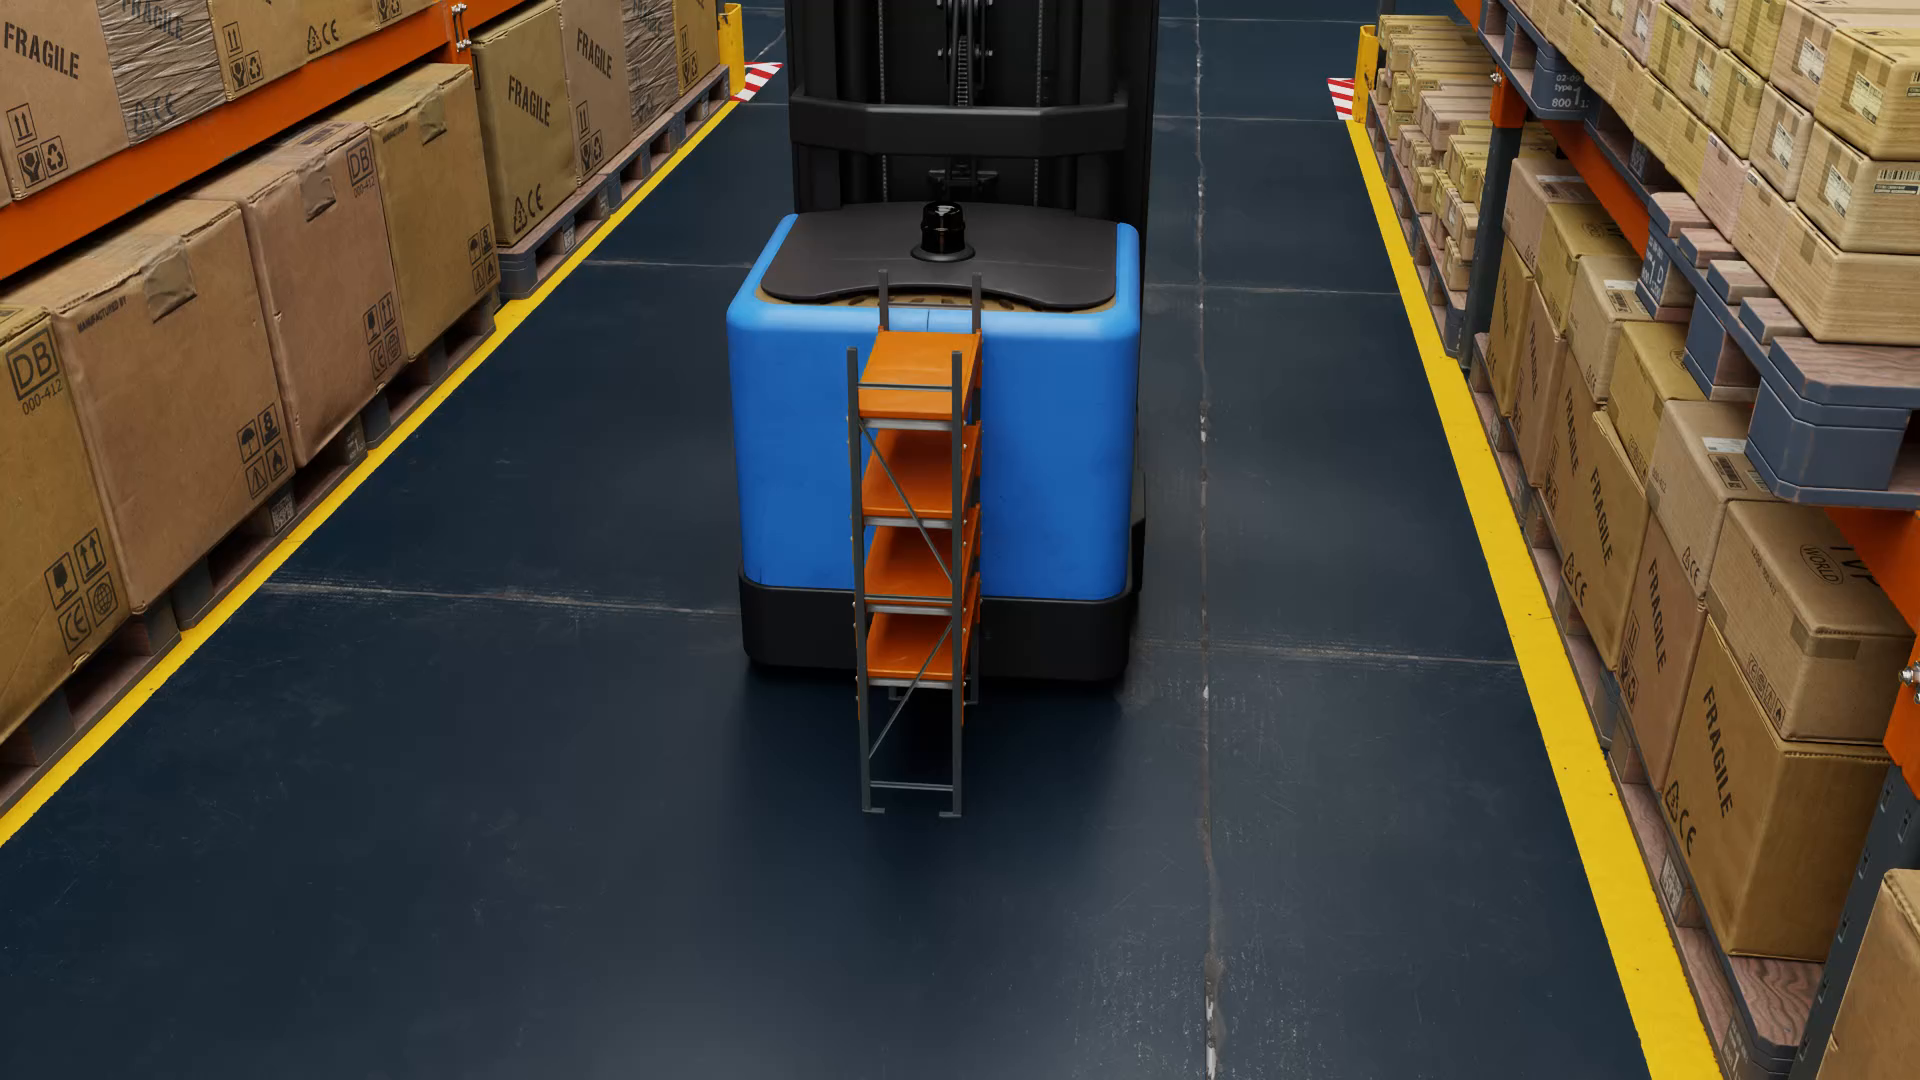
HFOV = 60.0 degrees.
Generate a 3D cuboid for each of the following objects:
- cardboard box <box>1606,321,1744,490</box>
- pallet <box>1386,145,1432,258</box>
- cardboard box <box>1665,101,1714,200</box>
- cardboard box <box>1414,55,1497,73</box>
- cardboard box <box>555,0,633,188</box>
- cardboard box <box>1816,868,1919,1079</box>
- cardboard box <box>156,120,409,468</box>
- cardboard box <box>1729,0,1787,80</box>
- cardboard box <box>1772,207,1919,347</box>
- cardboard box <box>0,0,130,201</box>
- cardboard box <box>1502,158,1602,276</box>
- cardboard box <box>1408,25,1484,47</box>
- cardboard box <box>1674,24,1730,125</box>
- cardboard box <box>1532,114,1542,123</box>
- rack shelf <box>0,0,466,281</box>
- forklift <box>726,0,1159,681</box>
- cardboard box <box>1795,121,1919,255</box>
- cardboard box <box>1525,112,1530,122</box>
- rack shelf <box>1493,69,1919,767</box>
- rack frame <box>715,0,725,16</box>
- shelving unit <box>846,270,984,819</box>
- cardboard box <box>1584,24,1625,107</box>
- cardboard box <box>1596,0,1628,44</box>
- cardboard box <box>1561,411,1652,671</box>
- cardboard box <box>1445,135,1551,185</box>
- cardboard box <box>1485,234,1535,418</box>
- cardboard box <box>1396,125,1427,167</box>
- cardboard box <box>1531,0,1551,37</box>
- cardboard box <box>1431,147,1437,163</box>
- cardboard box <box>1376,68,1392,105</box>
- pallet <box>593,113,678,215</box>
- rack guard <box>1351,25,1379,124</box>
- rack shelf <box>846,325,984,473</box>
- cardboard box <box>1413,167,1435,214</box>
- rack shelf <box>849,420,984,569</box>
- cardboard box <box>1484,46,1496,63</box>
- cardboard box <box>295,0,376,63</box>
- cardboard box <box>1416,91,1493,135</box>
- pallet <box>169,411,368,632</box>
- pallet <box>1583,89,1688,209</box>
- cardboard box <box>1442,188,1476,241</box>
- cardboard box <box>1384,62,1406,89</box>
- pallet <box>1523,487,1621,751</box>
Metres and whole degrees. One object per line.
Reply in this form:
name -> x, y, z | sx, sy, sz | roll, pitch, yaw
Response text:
cardboard box -> 1.915, -0.320, 4.084 | 0.500, 0.250, 0.500 | 4, 29, 7
pallet -> 2.646, -1.641, 8.074 | 1.003, 0.211, 1.213 | 3, 28, 6
cardboard box -> 1.664, -0.780, 3.358 | 0.380, 0.149, 0.250 | 3, 28, 6
cardboard box -> 2.477, -2.323, 8.335 | 0.380, 0.149, 0.250 | 4, 29, 8
cardboard box -> -2.188, -2.290, 8.135 | 0.875, 0.875, 0.875 | 3, 28, 6
cardboard box -> 1.798, 0.995, 2.170 | 1.050, 0.750, 0.750 | 3, 28, 6
cardboard box -> -2.625, -0.837, 5.439 | 1.225, 0.875, 0.875 | 2, 28, 4
cardboard box -> 1.632, -0.927, 3.003 | 0.380, 0.149, 0.250 | 4, 29, 8
cardboard box -> 1.566, -0.425, 2.699 | 0.380, 0.149, 0.250 | 4, 29, 7
cardboard box -> -2.498, -1.169, 4.152 | 0.500, 0.500, 0.500 | 3, 28, 5
cardboard box -> 2.099, -1.057, 5.451 | 0.500, 0.250, 0.500 | 2, 28, 4
cardboard box -> 2.626, -2.686, 9.009 | 0.380, 0.149, 0.250 | 4, 29, 7
cardboard box -> 1.662, -0.924, 3.311 | 0.380, 0.149, 0.250 | 3, 29, 6
cardboard box -> 2.848, -1.937, 7.619 | 0.380, 0.149, 0.250 | 2, 28, 4
rack shelf -> -2.703, -1.053, 4.800 | 1.077, 0.370, 4.000 | 3, 28, 6
forklift -> 0.056, -1.586, 5.104 | 1.130, 2.935, 3.031 | 2, 28, 5
cardboard box -> 1.571, -0.556, 2.628 | 0.380, 0.149, 0.250 | 4, 29, 7
cardboard box -> 3.048, -2.164, 8.354 | 0.380, 0.149, 0.250 | 4, 29, 7
rack shelf -> 2.207, -0.717, 4.176 | 1.077, 0.370, 4.000 | 3, 28, 6
rack frame -> -1.968, -4.194, 9.872 | 1.000, 3.000, 0.127 | 3, 28, 6
shelving unit -> -0.093, 0.019, 3.950 | 0.258, 1.200, 0.503 | 3, 28, 5
cardboard box -> 1.759, -1.157, 4.057 | 0.380, 0.149, 0.250 | 2, 28, 4
cardboard box -> 1.758, -1.285, 3.981 | 0.380, 0.149, 0.250 | 3, 28, 5
cardboard box -> 1.899, 0.005, 4.272 | 0.500, 0.500, 0.500 | 2, 28, 4
cardboard box -> 2.253, -1.589, 6.973 | 0.380, 0.149, 0.250 | 3, 28, 6
cardboard box -> 2.098, -0.727, 5.629 | 0.500, 0.500, 0.500 | 4, 29, 8
cardboard box -> 2.392, -1.963, 8.293 | 0.380, 0.149, 0.250 | 2, 28, 4
cardboard box -> 1.853, -1.524, 4.739 | 0.380, 0.149, 0.250 | 4, 29, 7
cardboard box -> 2.404, -1.816, 7.708 | 0.380, 0.149, 0.250 | 2, 28, 4
cardboard box -> 2.560, -2.560, 9.401 | 0.380, 0.149, 0.250 | 4, 29, 7
pallet -> -2.140, -2.012, 8.763 | 1.003, 0.211, 1.213 | 3, 28, 6
rack guard -> 2.933, -2.722, 9.775 | 1.175, 0.500, 0.348 | 3, 28, 6
rack shelf -> -0.093, -0.327, 3.764 | 0.258, 0.148, 0.480 | 3, 28, 5
cardboard box -> 2.289, -1.596, 7.614 | 0.380, 0.149, 0.250 | 3, 28, 6
rack shelf -> -0.093, -0.119, 3.876 | 0.258, 0.148, 0.480 | 3, 28, 5
cardboard box -> 3.041, -2.671, 8.980 | 0.380, 0.149, 0.250 | 4, 29, 7
cardboard box -> -2.312, -1.886, 5.483 | 0.500, 0.500, 0.500 | 4, 29, 8
cardboard box -> 2.324, -1.967, 7.675 | 0.380, 0.149, 0.250 | 2, 28, 4
pallet -> -2.625, -0.140, 5.287 | 1.003, 0.211, 1.213 | 3, 28, 6
pallet -> 2.164, -0.942, 4.038 | 1.003, 0.211, 1.213 | 3, 28, 6
cardboard box -> 2.196, -1.331, 6.806 | 0.380, 0.149, 0.250 | 2, 28, 4
cardboard box -> 2.534, -2.561, 9.091 | 0.380, 0.149, 0.250 | 3, 28, 6
pallet -> 2.211, 0.195, 4.665 | 1.003, 0.211, 1.213 | 3, 28, 6
